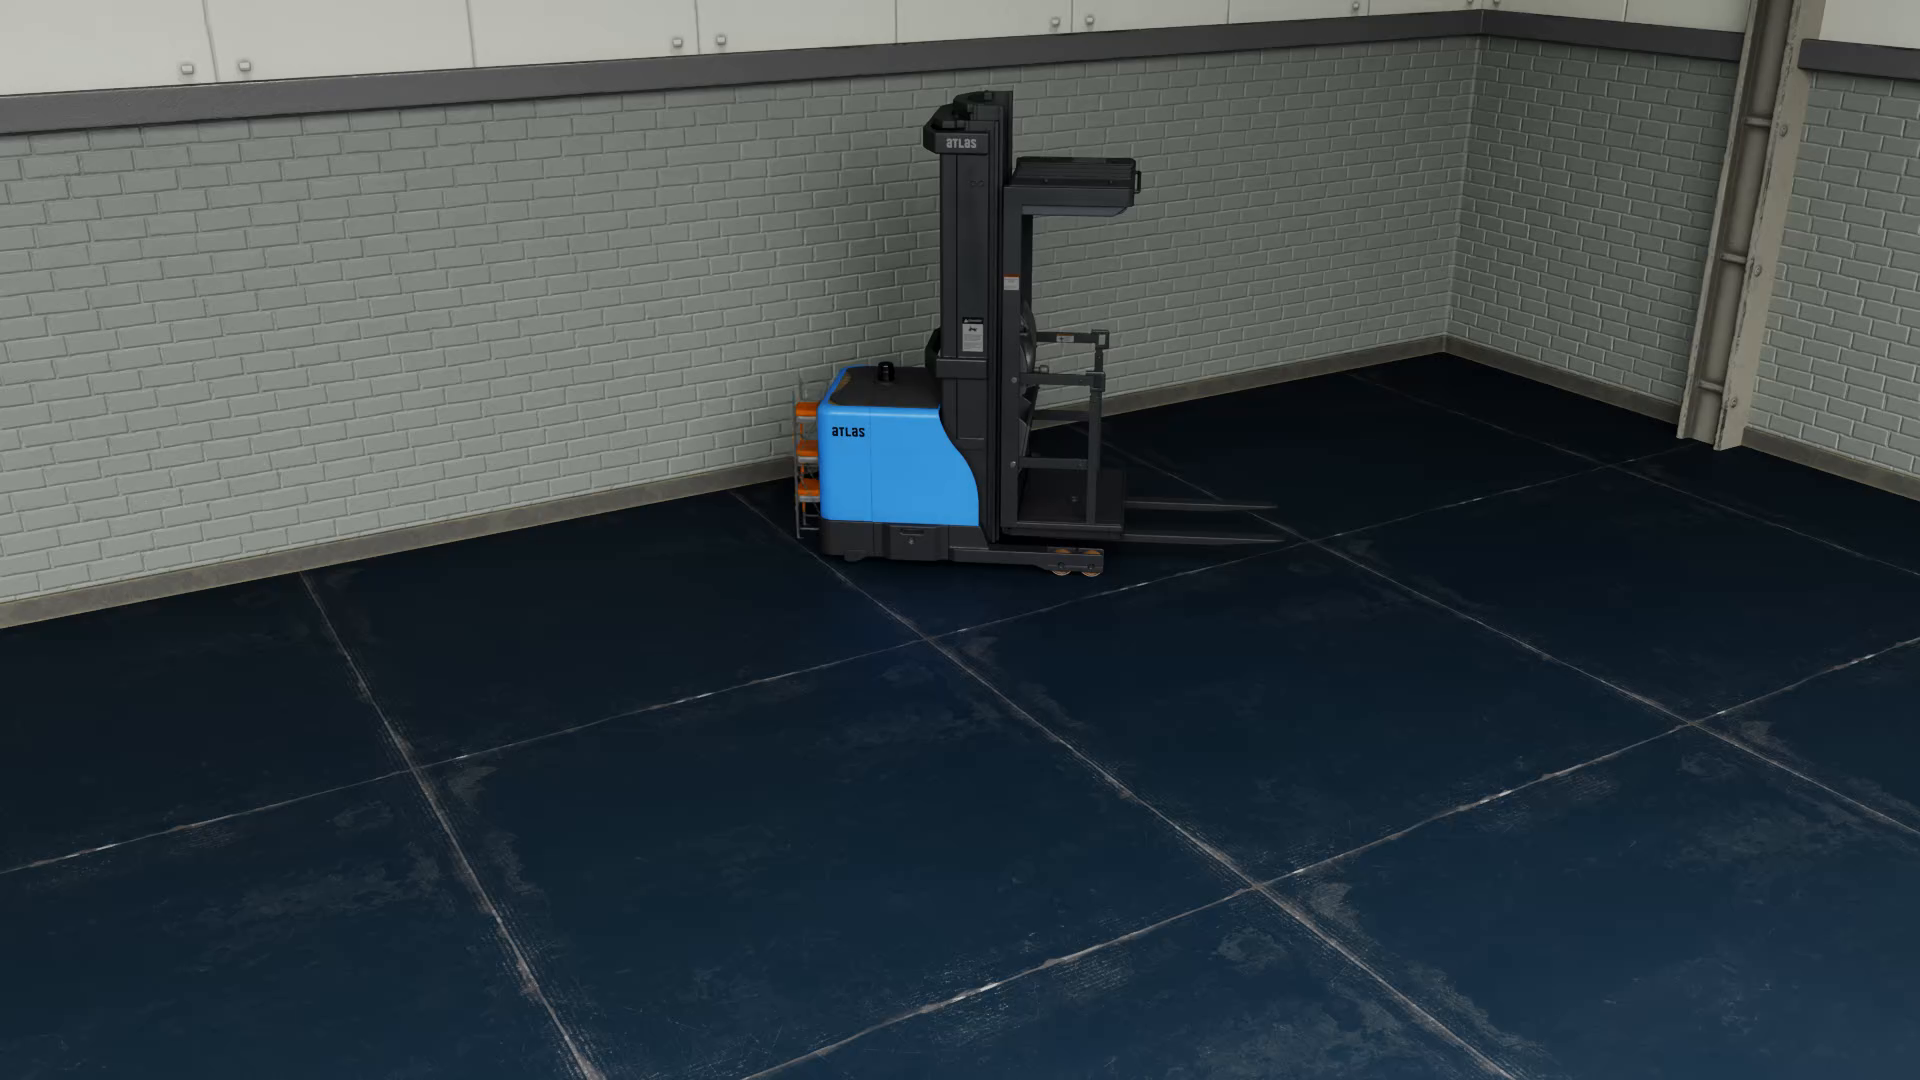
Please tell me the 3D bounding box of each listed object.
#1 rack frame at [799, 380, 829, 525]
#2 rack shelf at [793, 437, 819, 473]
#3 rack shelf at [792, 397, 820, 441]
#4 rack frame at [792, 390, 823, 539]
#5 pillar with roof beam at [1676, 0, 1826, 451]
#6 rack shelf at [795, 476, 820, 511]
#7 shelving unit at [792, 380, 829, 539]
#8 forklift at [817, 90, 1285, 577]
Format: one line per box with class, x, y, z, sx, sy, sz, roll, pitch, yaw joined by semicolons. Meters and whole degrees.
rack frame;-0.986;-0.587;11.358;0.200;1.050;0.008;2;22;5
rack shelf;-0.997;-0.531;11.249;0.215;0.259;0.240;2;22;5
rack shelf;-0.995;-0.794;11.142;0.215;0.259;0.240;2;22;5
rack frame;-1.008;-0.495;11.133;0.200;1.050;0.008;2;22;5
pillar with roof beam;2.275;-4.134;9.531;9.100;9.000;0.400;-13;25;-28
rack shelf;-0.999;-0.274;11.354;0.215;0.259;0.240;2;22;5
shelving unit;-0.997;-0.541;11.245;0.215;1.050;0.252;2;22;5
forklift;0.624;-1.333;10.697;3.031;2.935;1.130;2;22;6
